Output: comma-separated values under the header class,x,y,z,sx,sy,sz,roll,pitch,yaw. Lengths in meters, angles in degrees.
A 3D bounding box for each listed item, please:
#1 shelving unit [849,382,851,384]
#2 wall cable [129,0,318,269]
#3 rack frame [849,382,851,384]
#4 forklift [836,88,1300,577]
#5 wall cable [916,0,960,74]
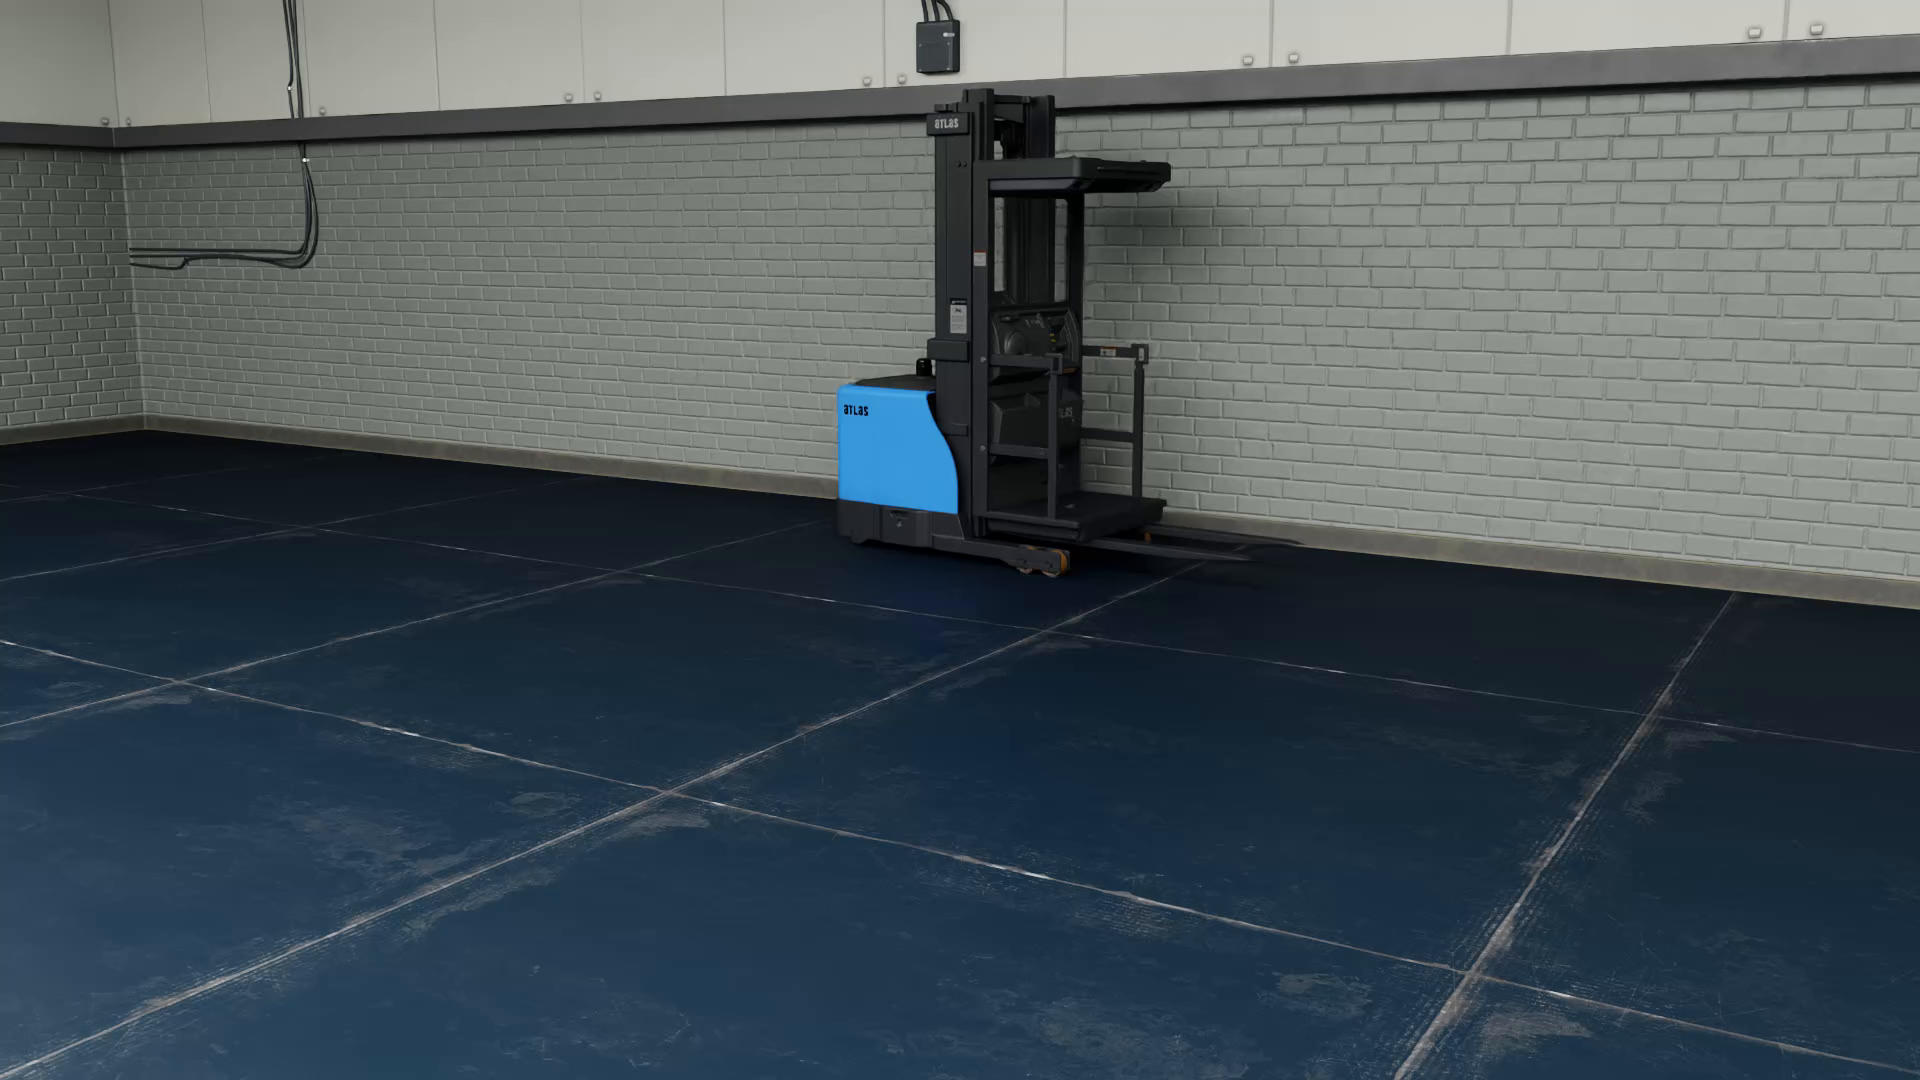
class,x,y,z,sx,sy,sz,roll,pitch,yaw
shelving unit,-0.615,-0.590,11.666,0.215,1.050,0.252,8,13,35
wall cable,-7.417,-3.930,16.343,3.097,2.526,0.112,6,12,31
rack frame,-0.687,-0.572,11.569,0.200,1.050,0.008,8,13,35
forklift,0.650,-1.324,10.473,3.031,2.935,1.130,8,13,36
wall cable,0.688,-6.218,10.886,2.305,6.003,0.169,6,12,31
